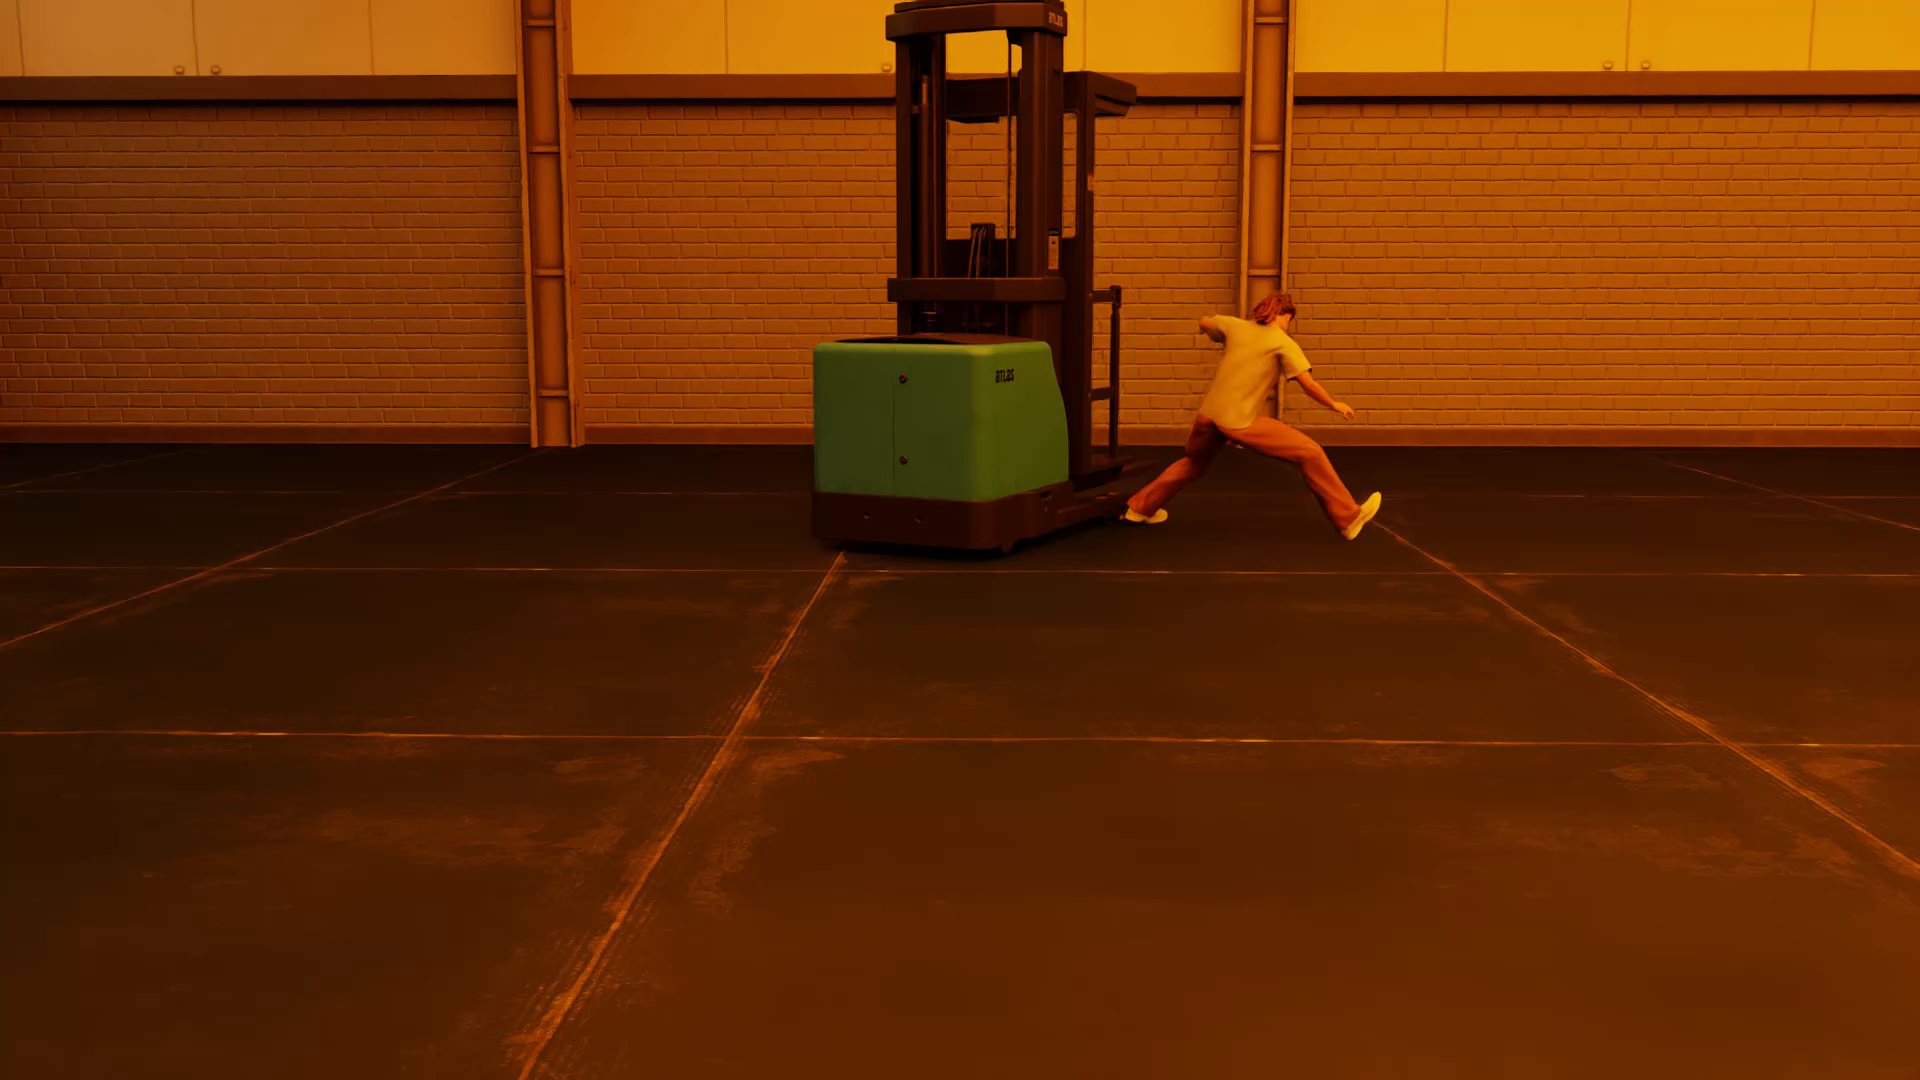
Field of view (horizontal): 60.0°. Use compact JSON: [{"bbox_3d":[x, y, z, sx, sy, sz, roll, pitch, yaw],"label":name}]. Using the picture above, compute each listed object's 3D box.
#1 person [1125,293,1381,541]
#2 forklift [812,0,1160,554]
[{"bbox_3d":[1.605,-0.692,9.156,0.810,1.326,1.263,-6,10,-34],"label":"person"},{"bbox_3d":[0.337,-1.563,9.531,1.130,2.935,3.031,4,10,26],"label":"forklift"}]
